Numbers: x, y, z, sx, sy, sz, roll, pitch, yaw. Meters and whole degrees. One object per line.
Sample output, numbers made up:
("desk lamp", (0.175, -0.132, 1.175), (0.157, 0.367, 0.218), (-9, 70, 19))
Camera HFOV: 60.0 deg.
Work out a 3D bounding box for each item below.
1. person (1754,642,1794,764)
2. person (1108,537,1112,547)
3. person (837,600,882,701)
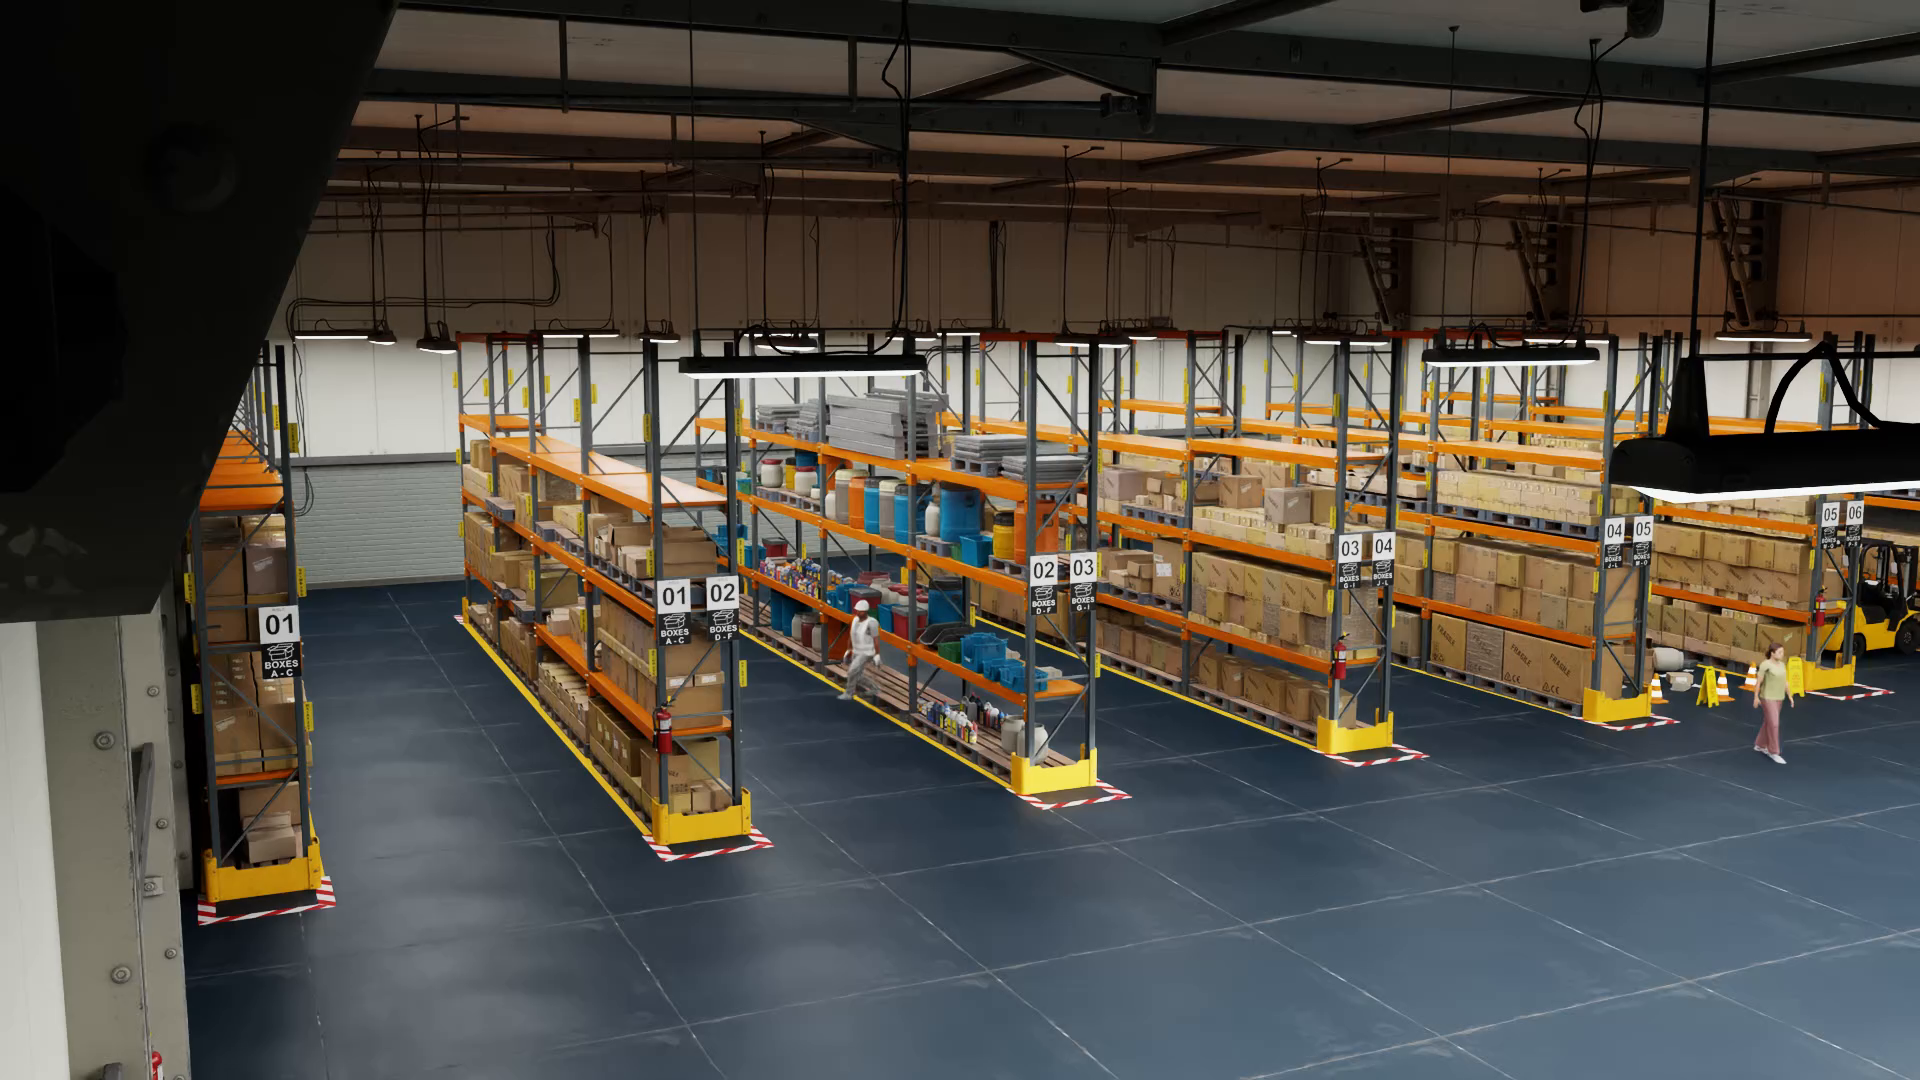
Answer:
("person", (11.691, 2.309, 23.857), (0.501, 1.702, 0.639), (-3, 8, -22))
("person", (3.199, 0.799, 34.478), (0.585, 1.724, 1.034), (-3, 8, -23))
("person", (-1.614, 1.732, 26.372), (0.876, 1.585, 0.609), (-5, 9, -34))
